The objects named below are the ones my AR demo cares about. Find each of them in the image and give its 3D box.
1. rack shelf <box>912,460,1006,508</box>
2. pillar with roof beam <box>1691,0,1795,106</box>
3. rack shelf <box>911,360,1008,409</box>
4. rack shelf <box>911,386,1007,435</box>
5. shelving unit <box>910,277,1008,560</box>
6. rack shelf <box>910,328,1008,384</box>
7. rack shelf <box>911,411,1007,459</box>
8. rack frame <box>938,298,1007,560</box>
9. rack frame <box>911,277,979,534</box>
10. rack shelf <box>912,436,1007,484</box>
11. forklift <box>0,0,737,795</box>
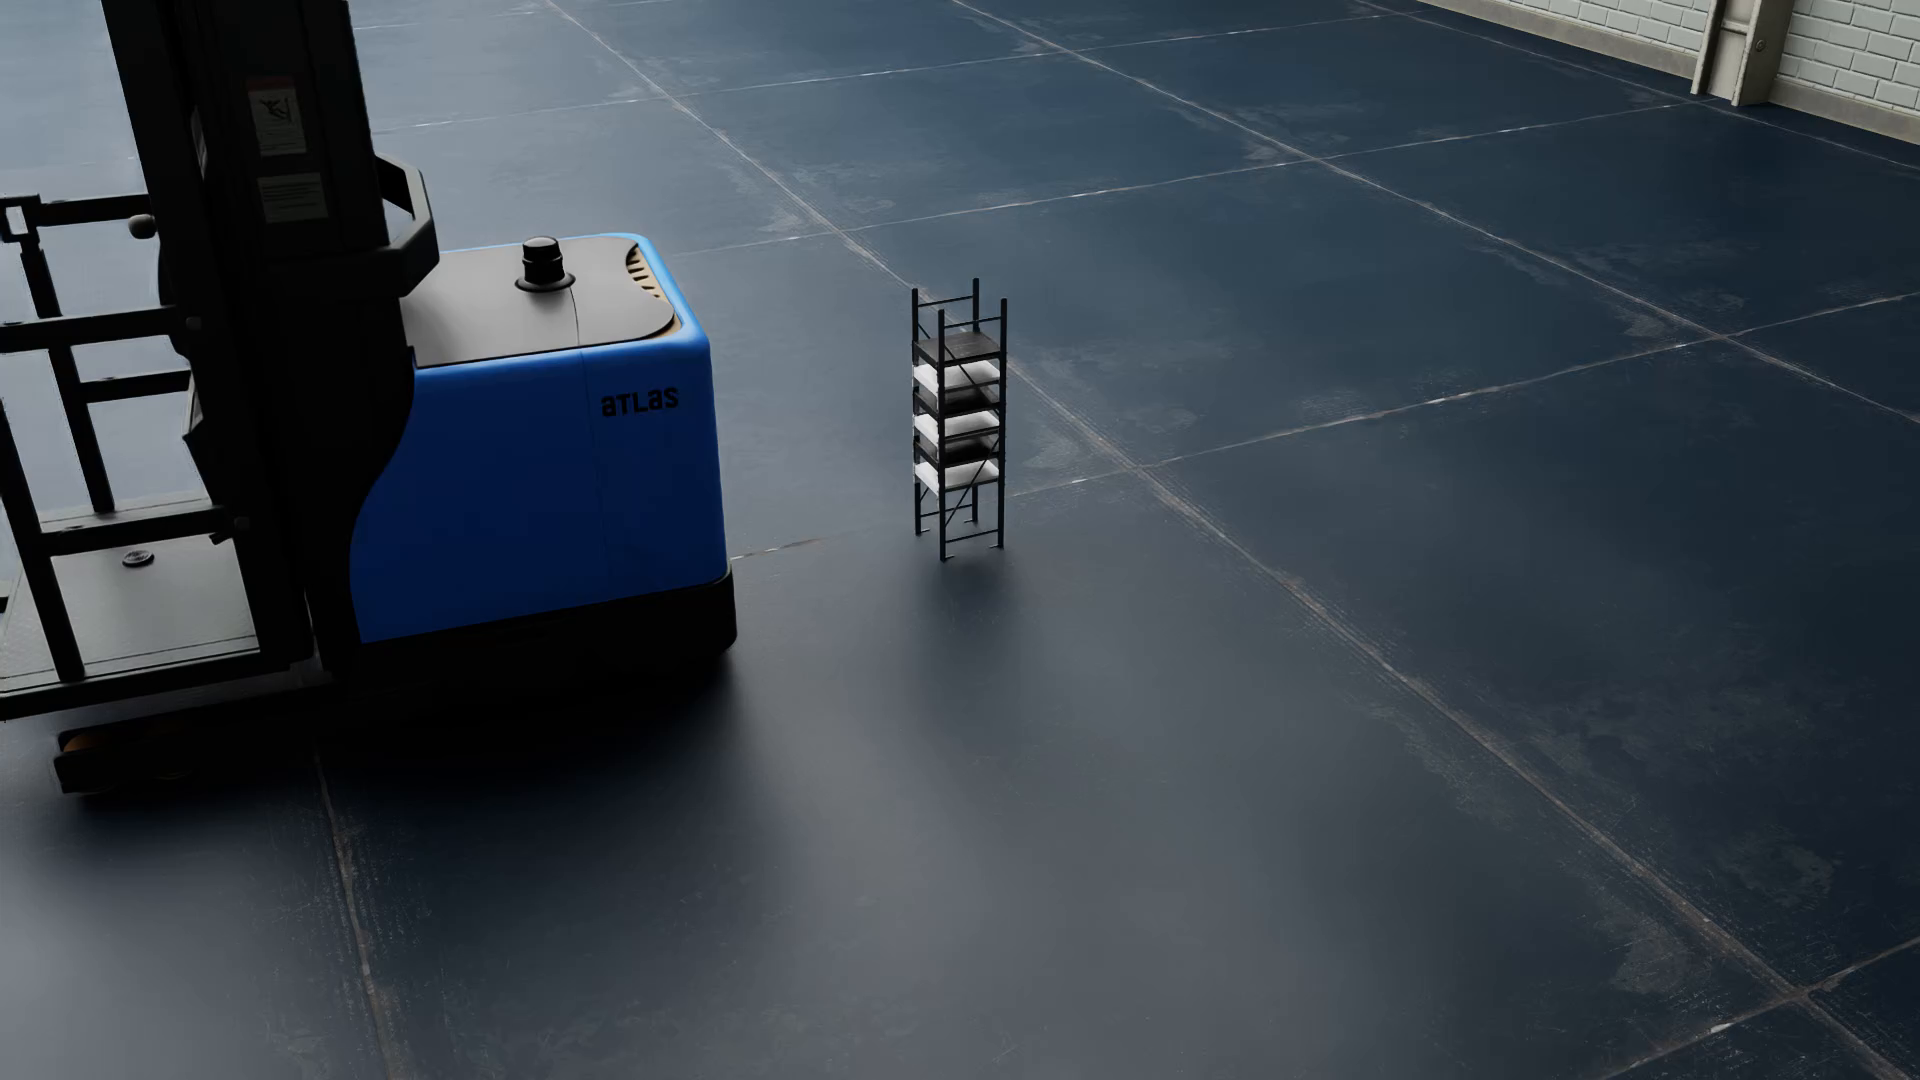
[{"bbox_3d":[-0.003,-0.210,5.641,0.258,0.077,0.200,-13,32,-22],"label":"rack shelf"},{"bbox_3d":[1.190,-5.943,7.149,9.100,9.000,0.400,-13,32,-22],"label":"pillar with roof beam"},{"bbox_3d":[-0.003,-0.524,5.465,0.258,0.077,0.200,-13,32,-22],"label":"rack shelf"},{"bbox_3d":[-0.003,-0.446,5.509,0.258,0.077,0.200,-13,32,-22],"label":"rack shelf"},{"bbox_3d":[-0.003,-0.396,5.536,0.258,0.900,0.210,-13,32,-22],"label":"shelving unit"},{"bbox_3d":[-0.003,-0.603,5.421,0.258,0.077,0.200,-13,32,-22],"label":"rack shelf"},{"bbox_3d":[-0.003,-0.367,5.553,0.258,0.077,0.200,-13,32,-22],"label":"rack shelf"},{"bbox_3d":[0.040,-0.351,5.456,0.240,0.900,0.006,-13,32,-22],"label":"rack frame"},{"bbox_3d":[-0.047,-0.441,5.616,0.240,0.900,0.006,-13,32,-22],"label":"rack frame"},{"bbox_3d":[-0.003,-0.289,5.597,0.258,0.077,0.200,-13,32,-22],"label":"rack shelf"},{"bbox_3d":[-2.254,-0.879,4.321,3.031,2.935,1.130,-10,31,-17],"label":"forklift"}]
